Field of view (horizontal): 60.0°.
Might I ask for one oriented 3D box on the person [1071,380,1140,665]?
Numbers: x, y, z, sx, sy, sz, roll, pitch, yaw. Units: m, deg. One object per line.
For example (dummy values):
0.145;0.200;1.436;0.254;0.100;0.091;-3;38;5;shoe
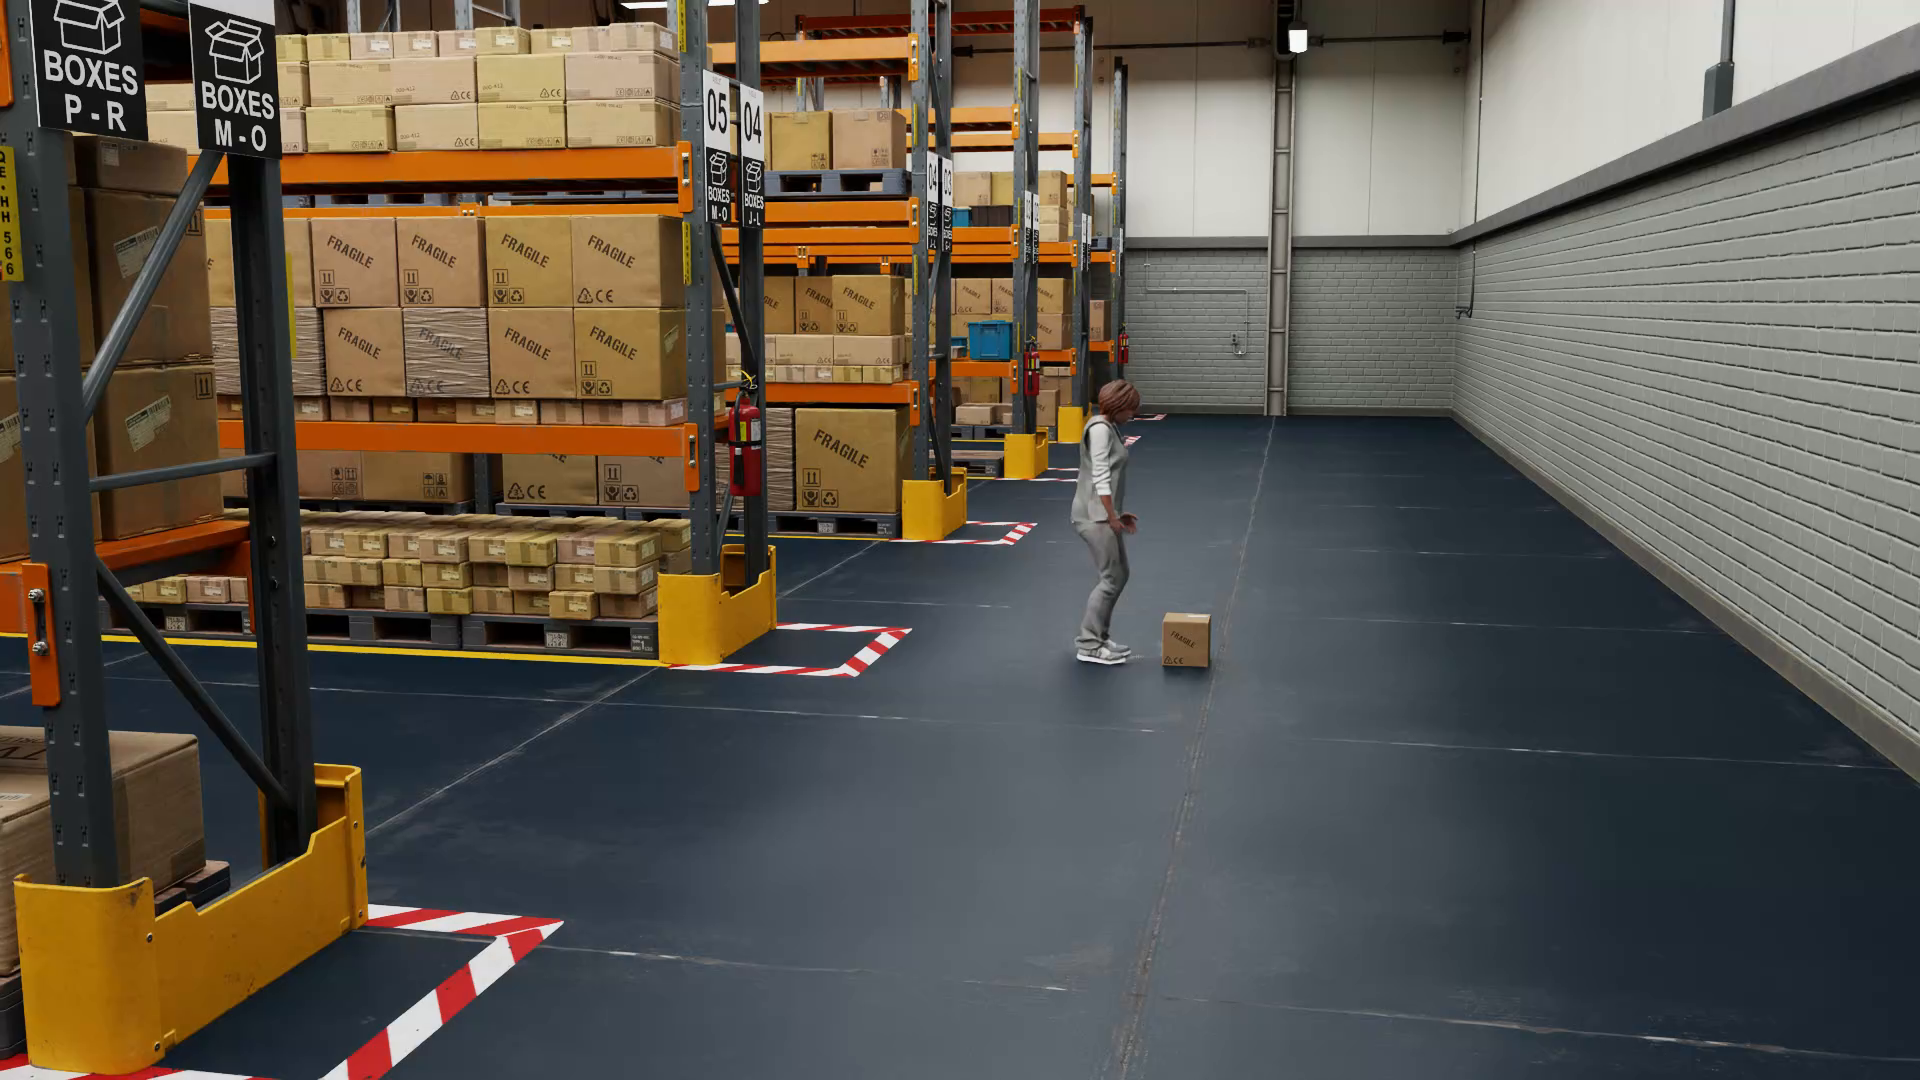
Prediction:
0.804;-0.099;9.248;0.368;1.550;0.423;2;8;13;person
